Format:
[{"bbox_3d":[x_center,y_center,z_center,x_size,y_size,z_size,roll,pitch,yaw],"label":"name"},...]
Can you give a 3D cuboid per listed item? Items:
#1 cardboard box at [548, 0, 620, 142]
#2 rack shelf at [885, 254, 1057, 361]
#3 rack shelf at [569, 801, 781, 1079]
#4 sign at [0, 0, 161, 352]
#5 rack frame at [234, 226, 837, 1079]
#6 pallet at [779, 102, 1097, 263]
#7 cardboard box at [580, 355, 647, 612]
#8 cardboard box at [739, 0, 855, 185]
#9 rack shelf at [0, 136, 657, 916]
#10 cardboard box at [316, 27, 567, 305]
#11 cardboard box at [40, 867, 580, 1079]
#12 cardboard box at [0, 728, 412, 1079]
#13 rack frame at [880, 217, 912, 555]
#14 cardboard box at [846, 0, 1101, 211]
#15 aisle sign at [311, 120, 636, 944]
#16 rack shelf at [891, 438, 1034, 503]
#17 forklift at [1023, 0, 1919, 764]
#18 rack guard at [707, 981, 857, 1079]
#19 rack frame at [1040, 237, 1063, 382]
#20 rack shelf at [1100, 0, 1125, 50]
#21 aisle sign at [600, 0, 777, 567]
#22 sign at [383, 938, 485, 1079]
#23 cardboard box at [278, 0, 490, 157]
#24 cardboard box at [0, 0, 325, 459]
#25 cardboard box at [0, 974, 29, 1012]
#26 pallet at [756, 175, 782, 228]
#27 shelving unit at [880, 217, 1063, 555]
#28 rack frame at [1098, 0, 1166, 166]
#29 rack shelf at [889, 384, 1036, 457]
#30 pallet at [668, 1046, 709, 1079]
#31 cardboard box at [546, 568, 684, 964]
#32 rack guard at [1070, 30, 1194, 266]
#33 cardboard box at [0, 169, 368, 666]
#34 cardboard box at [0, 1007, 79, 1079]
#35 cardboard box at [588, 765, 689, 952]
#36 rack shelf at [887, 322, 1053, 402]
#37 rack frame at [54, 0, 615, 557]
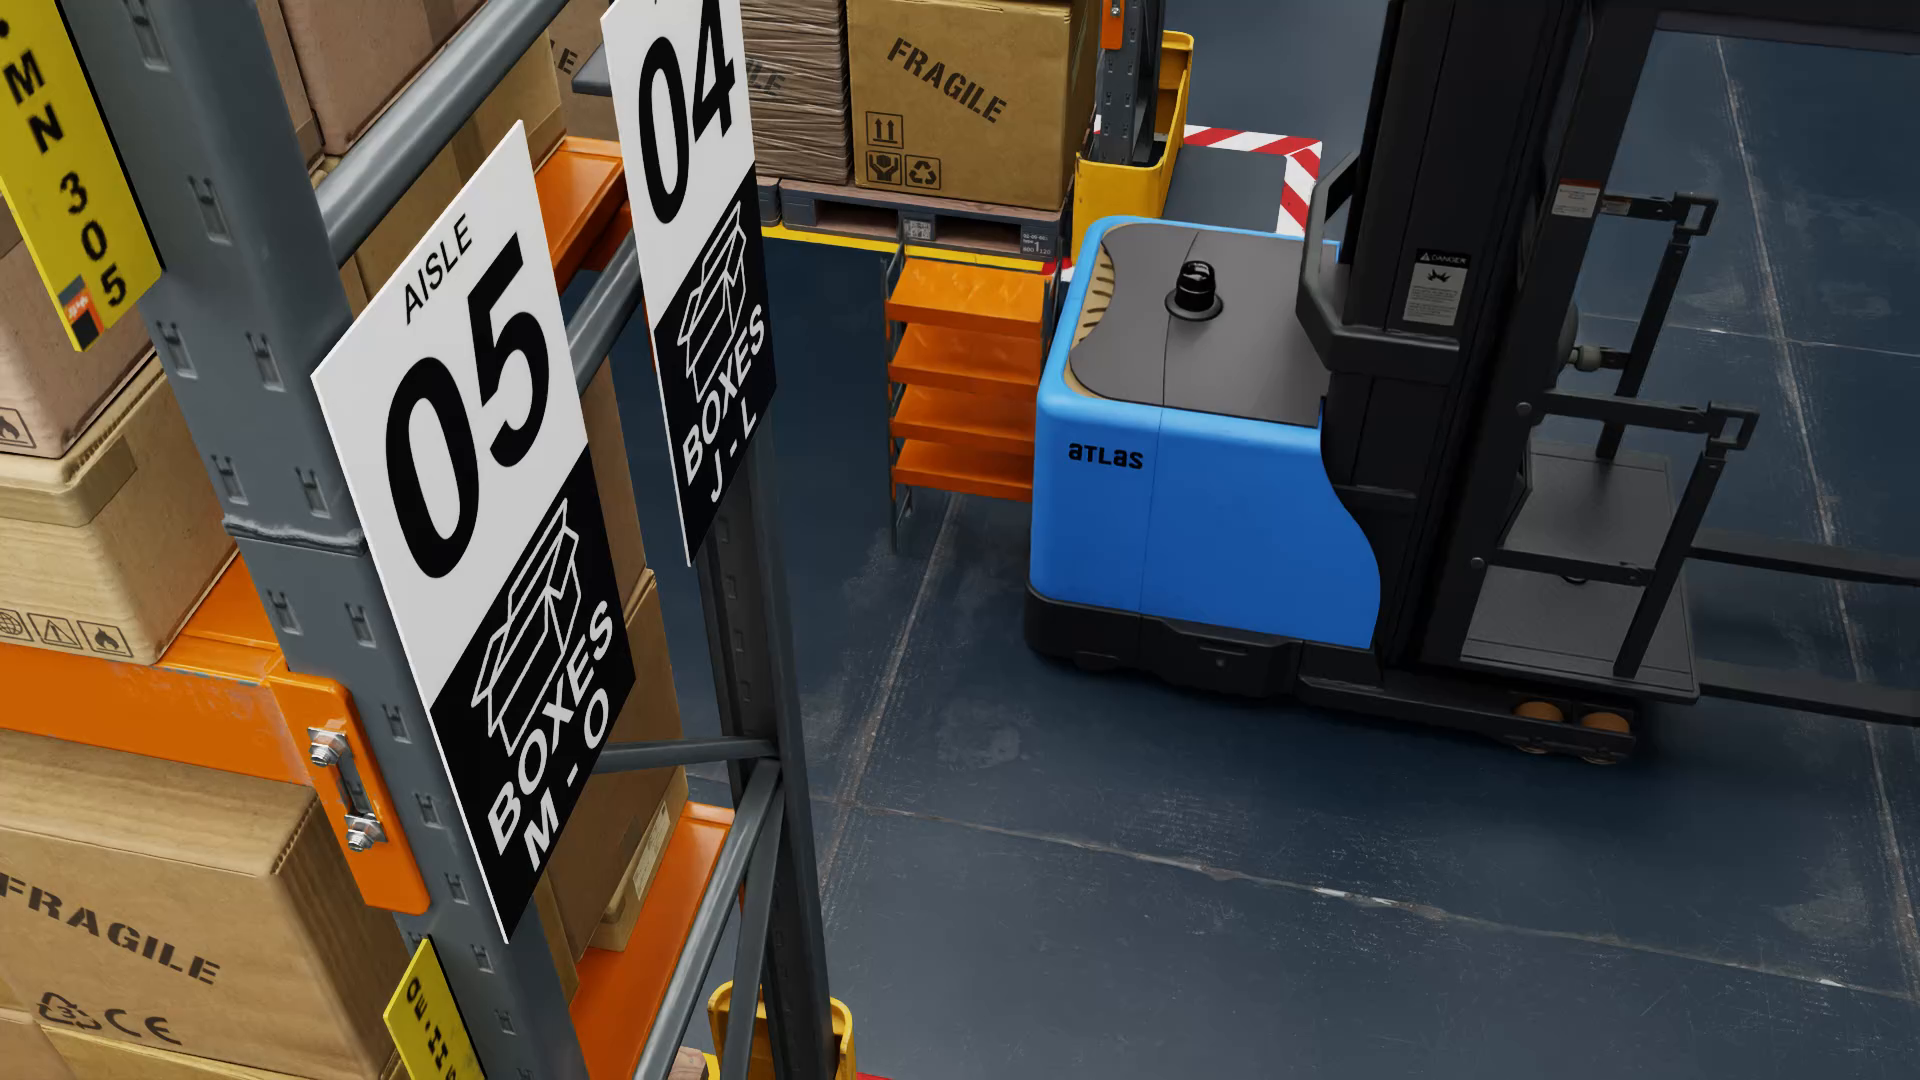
[{"bbox_3d":[-1.676,-2.295,7.201,0.875,0.875,0.875,9,45,9],"label":"cardboard box"},{"bbox_3d":[0.037,-0.709,5.055,0.480,0.148,0.258,9,45,9],"label":"rack shelf"},{"bbox_3d":[-2.411,0.704,3.374,4.000,0.370,1.077,9,45,9],"label":"rack shelf"},{"bbox_3d":[-0.600,-0.280,1.076,0.005,0.325,0.100,9,45,9],"label":"sign"},{"bbox_3d":[-0.459,0.748,2.810,0.127,3.000,1.000,9,45,9],"label":"rack frame"},{"bbox_3d":[-0.075,-1.657,7.320,1.213,0.211,1.003,9,45,9],"label":"pallet"},{"bbox_3d":[-0.839,-0.004,2.583,0.500,0.500,0.500,9,45,9],"label":"cardboard box"},{"bbox_3d":[-0.807,-2.160,7.061,0.875,0.875,0.875,9,45,9],"label":"cardboard box"},{"bbox_3d":[-2.411,-0.377,2.334,4.000,0.370,1.077,9,45,9],"label":"rack shelf"},{"bbox_3d":[-0.841,-0.520,2.072,0.500,0.250,0.500,10,45,11],"label":"cardboard box"},{"bbox_3d":[-0.954,0.710,2.562,0.500,0.500,0.500,10,45,10],"label":"cardboard box"},{"bbox_3d":[-0.960,0.343,2.223,0.500,0.500,0.500,8,44,8],"label":"cardboard box"},{"bbox_3d":[-0.201,-0.463,5.366,0.015,1.200,0.240,9,45,9],"label":"rack frame"},{"bbox_3d":[0.081,-2.022,6.917,0.875,0.875,0.875,9,45,9],"label":"cardboard box"},{"bbox_3d":[-0.453,0.025,1.686,0.004,0.787,0.394,9,45,9],"label":"aisle sign"},{"bbox_3d":[0.037,-0.235,5.512,0.480,0.148,0.258,9,45,9],"label":"rack shelf"},{"bbox_3d":[1.775,-0.782,4.449,3.031,2.935,1.130,9,45,9],"label":"forklift"},{"bbox_3d":[-0.533,1.637,3.689,0.348,0.500,1.175,9,45,9],"label":"rack guard"},{"bbox_3d":[0.275,-0.390,5.290,0.015,1.200,0.240,9,45,9],"label":"rack frame"},{"bbox_3d":[-1.229,-2.637,6.846,4.000,0.370,1.077,9,45,9],"label":"rack shelf"},{"bbox_3d":[-0.322,-0.381,2.108,0.004,0.787,0.394,9,45,9],"label":"aisle sign"},{"bbox_3d":[-0.600,0.589,1.912,0.005,0.325,0.100,9,45,9],"label":"sign"},{"bbox_3d":[-0.840,-0.703,1.902,0.500,0.250,0.500,9,45,10],"label":"cardboard box"},{"bbox_3d":[-0.964,-0.357,1.542,0.500,0.250,0.500,8,44,8],"label":"cardboard box"},{"bbox_3d":[-1.454,0.266,2.303,0.500,0.500,0.500,7,44,8],"label":"cardboard box"},{"bbox_3d":[-1.262,-1.843,7.513,1.213,0.211,1.003,9,45,9],"label":"pallet"},{"bbox_3d":[0.037,-0.426,5.328,0.503,1.200,0.258,9,45,9],"label":"shelving unit"},{"bbox_3d":[0.723,-2.594,6.282,0.127,3.000,1.000,9,45,9],"label":"rack frame"},{"bbox_3d":[0.037,-0.378,5.374,0.480,0.148,0.258,9,45,9],"label":"rack shelf"},{"bbox_3d":[-1.318,1.594,3.942,1.213,0.211,1.003,9,45,9],"label":"pallet"},{"bbox_3d":[-0.837,0.349,2.937,0.500,0.500,0.500,11,45,11],"label":"cardboard box"},{"bbox_3d":[0.746,-1.690,7.145,0.348,0.500,1.175,9,45,9],"label":"rack guard"},{"bbox_3d":[-0.961,-0.169,1.708,0.500,0.250,0.500,8,44,8],"label":"cardboard box"},{"bbox_3d":[-1.455,0.629,2.647,0.500,0.500,0.500,8,45,8],"label":"cardboard box"},{"bbox_3d":[-0.704,0.567,3.179,0.250,0.149,0.380,8,45,9],"label":"cardboard box"},{"bbox_3d":[0.037,-0.539,5.219,0.480,0.148,0.258,9,45,9],"label":"rack shelf"},{"bbox_3d":[-0.459,-1.414,0.730,0.127,3.000,1.000,9,45,9],"label":"rack frame"}]
